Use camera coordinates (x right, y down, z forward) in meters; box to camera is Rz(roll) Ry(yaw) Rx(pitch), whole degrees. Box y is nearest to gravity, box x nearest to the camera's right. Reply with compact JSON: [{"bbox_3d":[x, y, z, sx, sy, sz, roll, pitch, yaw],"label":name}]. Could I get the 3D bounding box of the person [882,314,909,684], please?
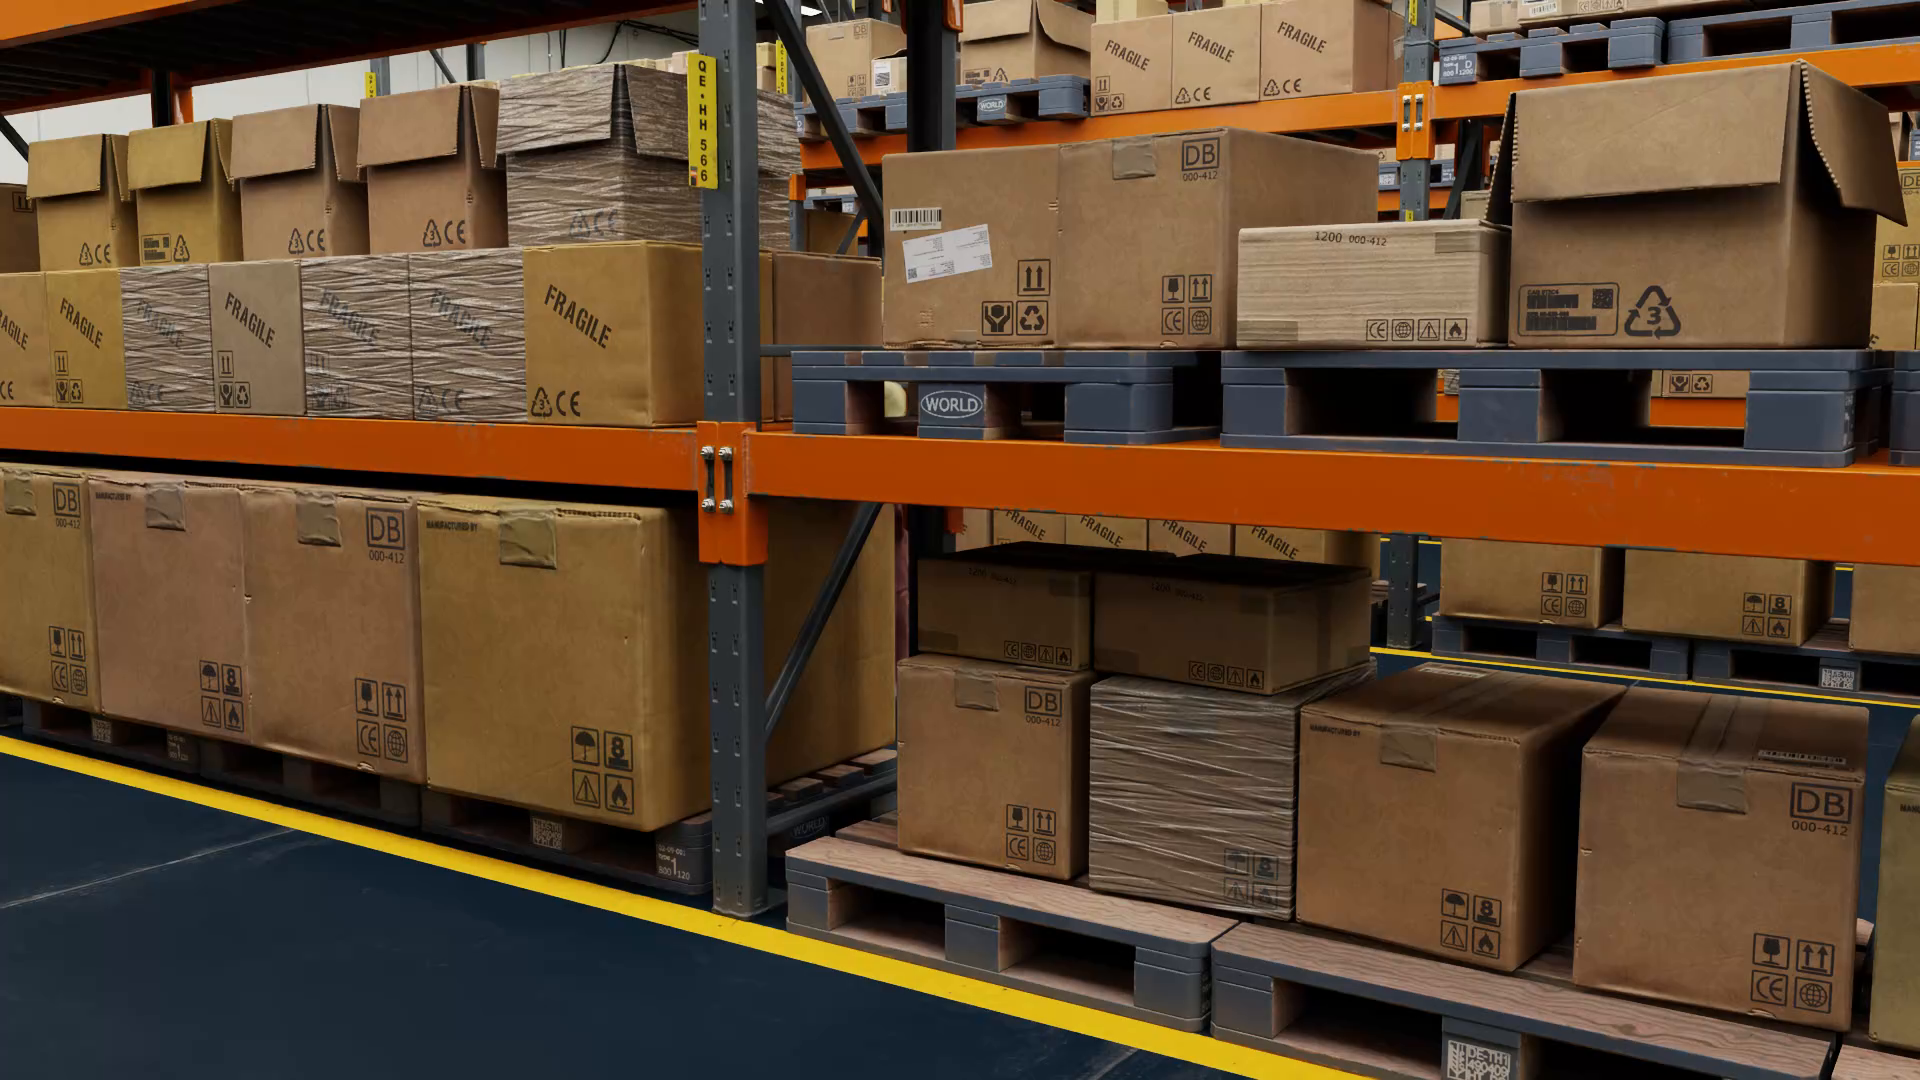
[{"bbox_3d":[-0.373,-0.143,7.183,0.461,1.663,0.564,2,7,19],"label":"person"}]
